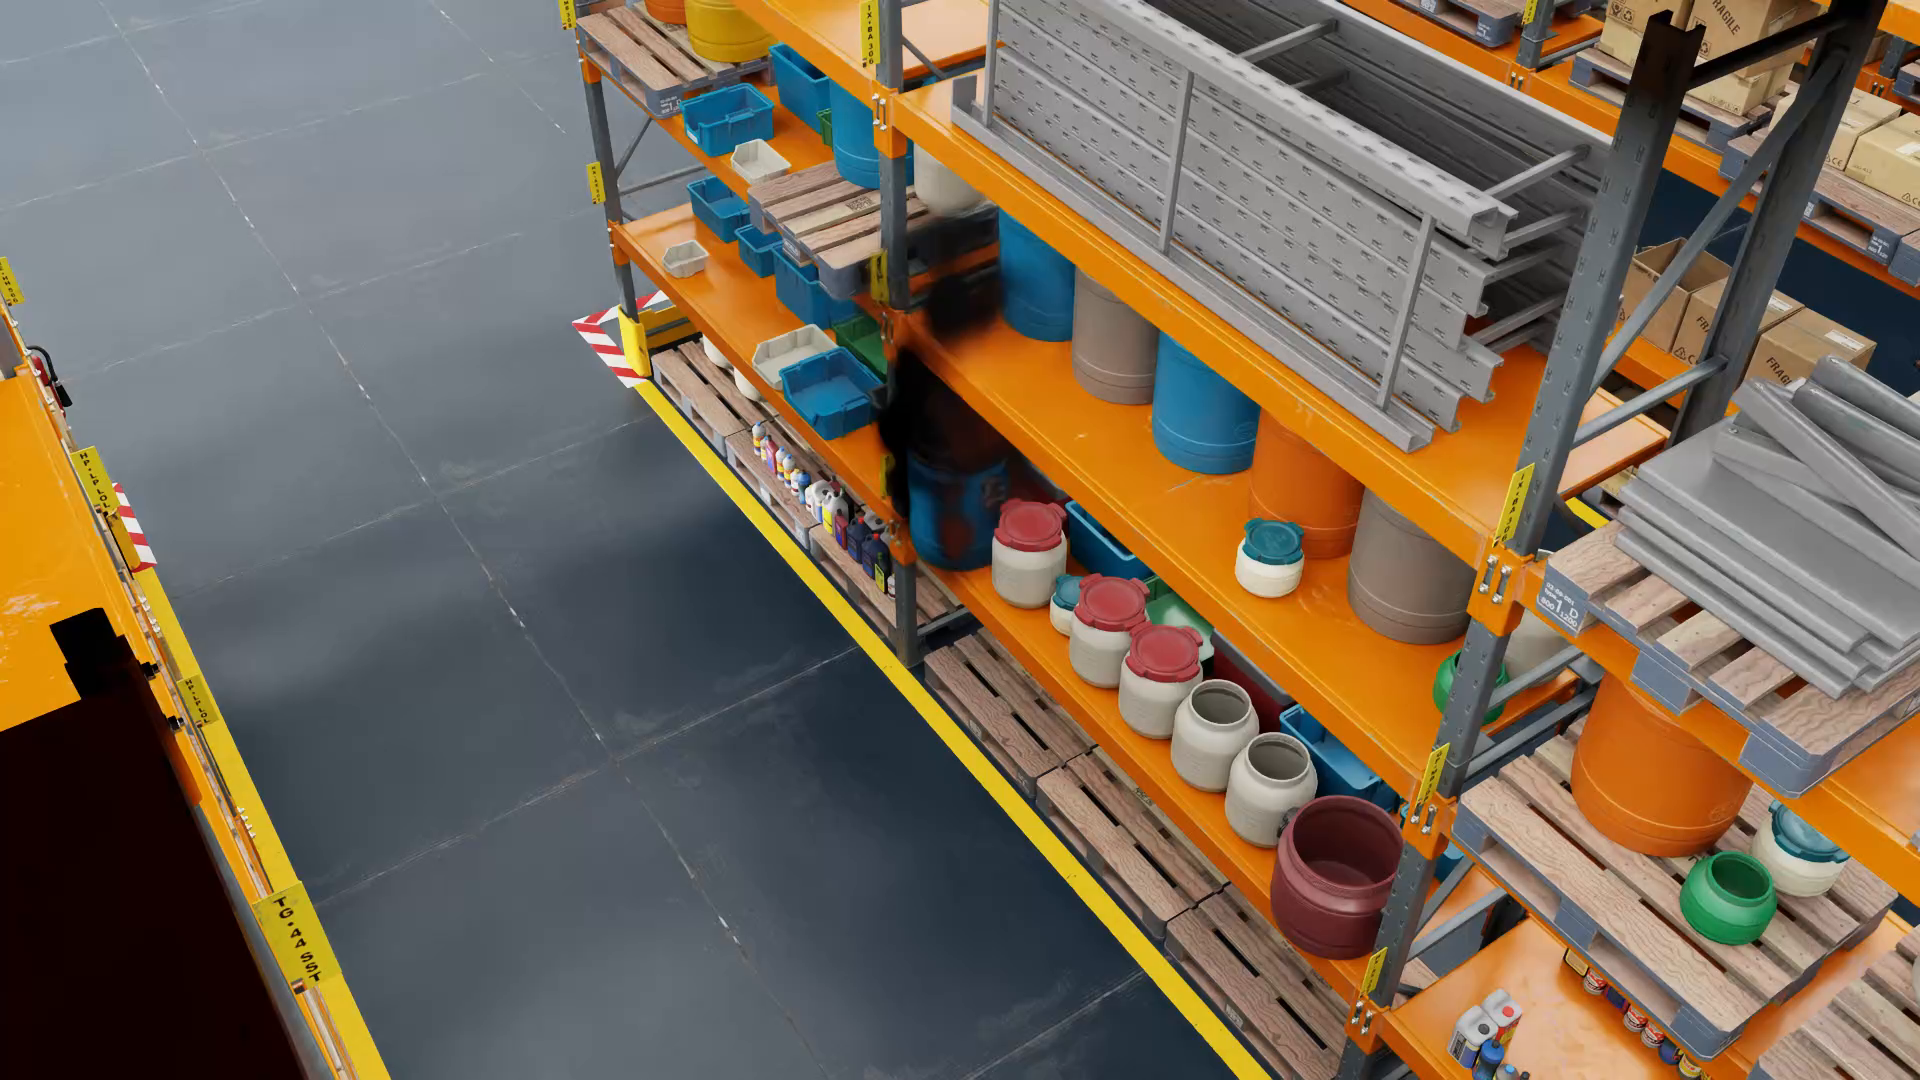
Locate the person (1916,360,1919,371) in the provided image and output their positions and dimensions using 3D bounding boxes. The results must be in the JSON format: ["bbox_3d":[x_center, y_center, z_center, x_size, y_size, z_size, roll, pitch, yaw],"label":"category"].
[{"bbox_3d":[6.956,-0.890,11.552,0.525,1.665,0.784,-29,50,-27],"label":"person"}]
